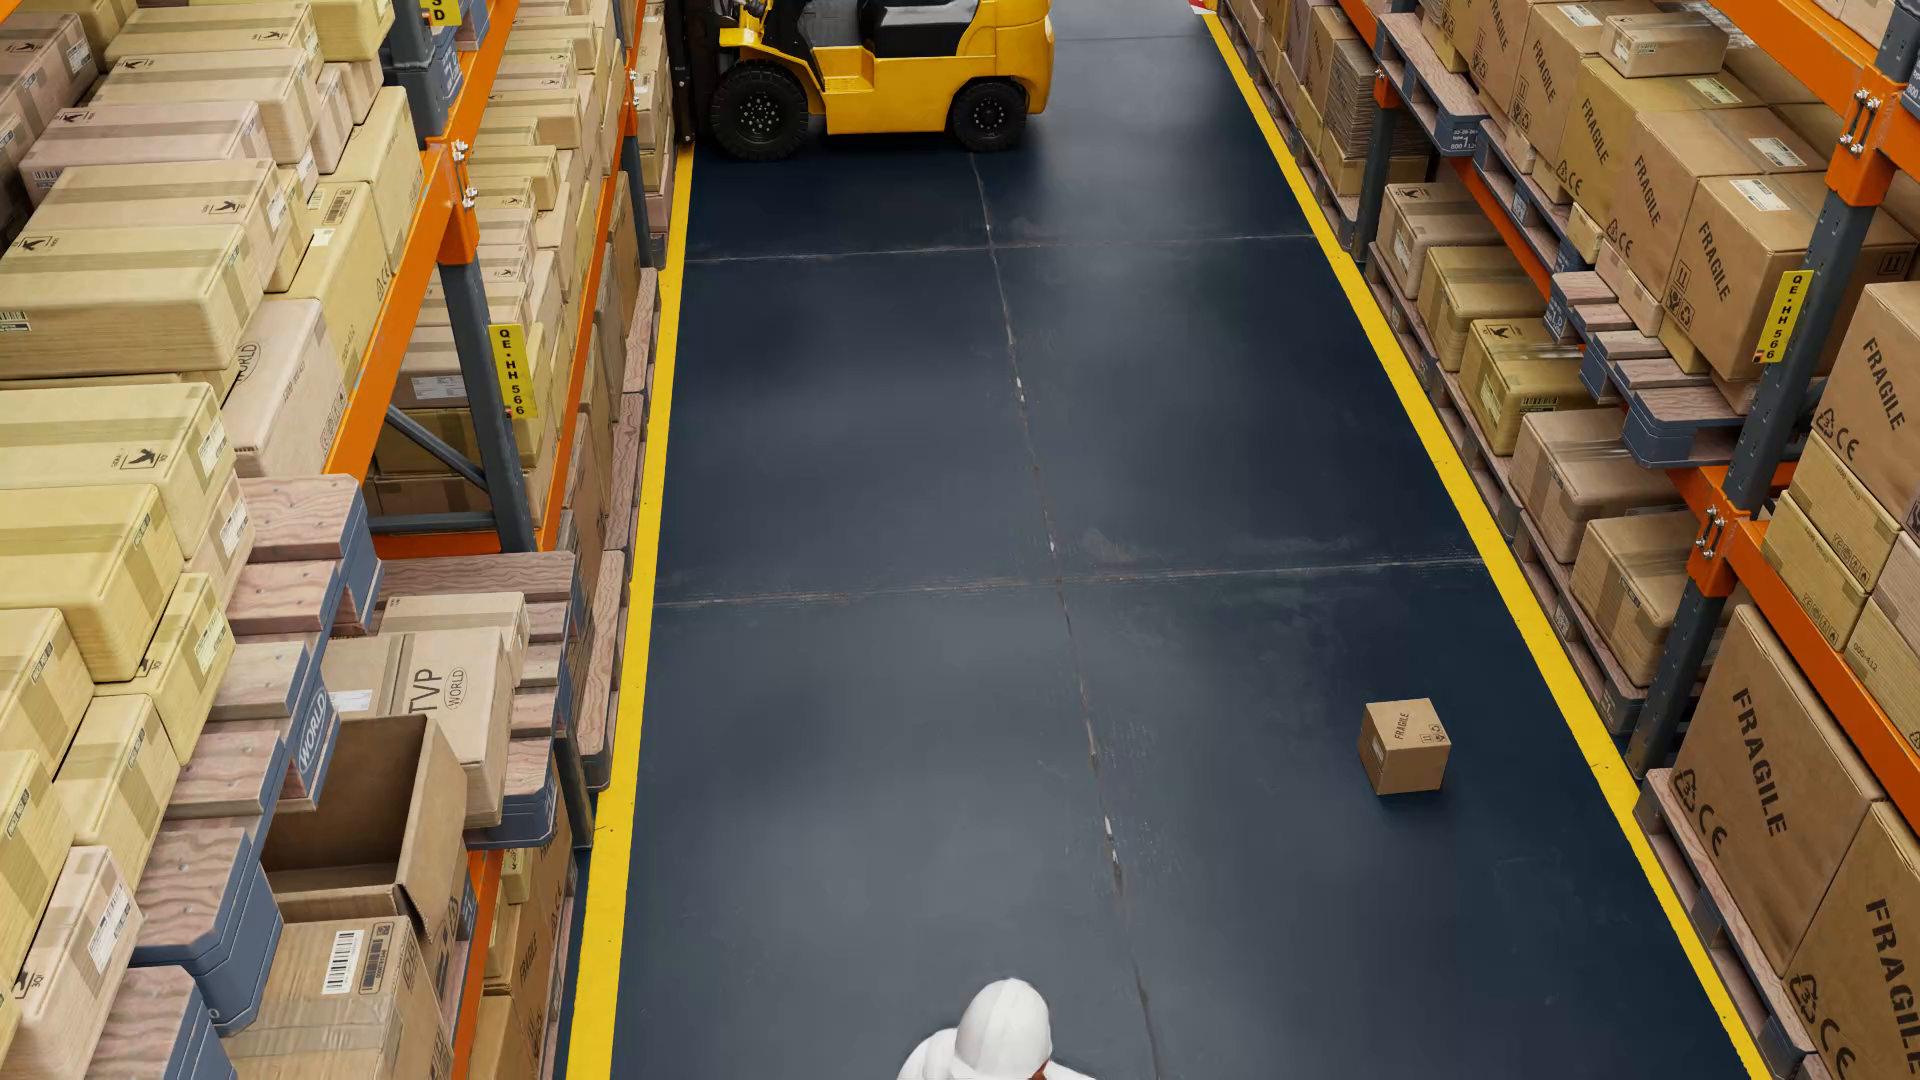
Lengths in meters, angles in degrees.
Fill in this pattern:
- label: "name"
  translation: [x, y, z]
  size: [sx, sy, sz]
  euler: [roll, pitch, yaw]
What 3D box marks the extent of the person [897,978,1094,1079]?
- label: "person"
  translation: [0.045, 1.730, 3.997]
  size: [0.587, 1.718, 1.008]
  euler: [18, 42, 21]
